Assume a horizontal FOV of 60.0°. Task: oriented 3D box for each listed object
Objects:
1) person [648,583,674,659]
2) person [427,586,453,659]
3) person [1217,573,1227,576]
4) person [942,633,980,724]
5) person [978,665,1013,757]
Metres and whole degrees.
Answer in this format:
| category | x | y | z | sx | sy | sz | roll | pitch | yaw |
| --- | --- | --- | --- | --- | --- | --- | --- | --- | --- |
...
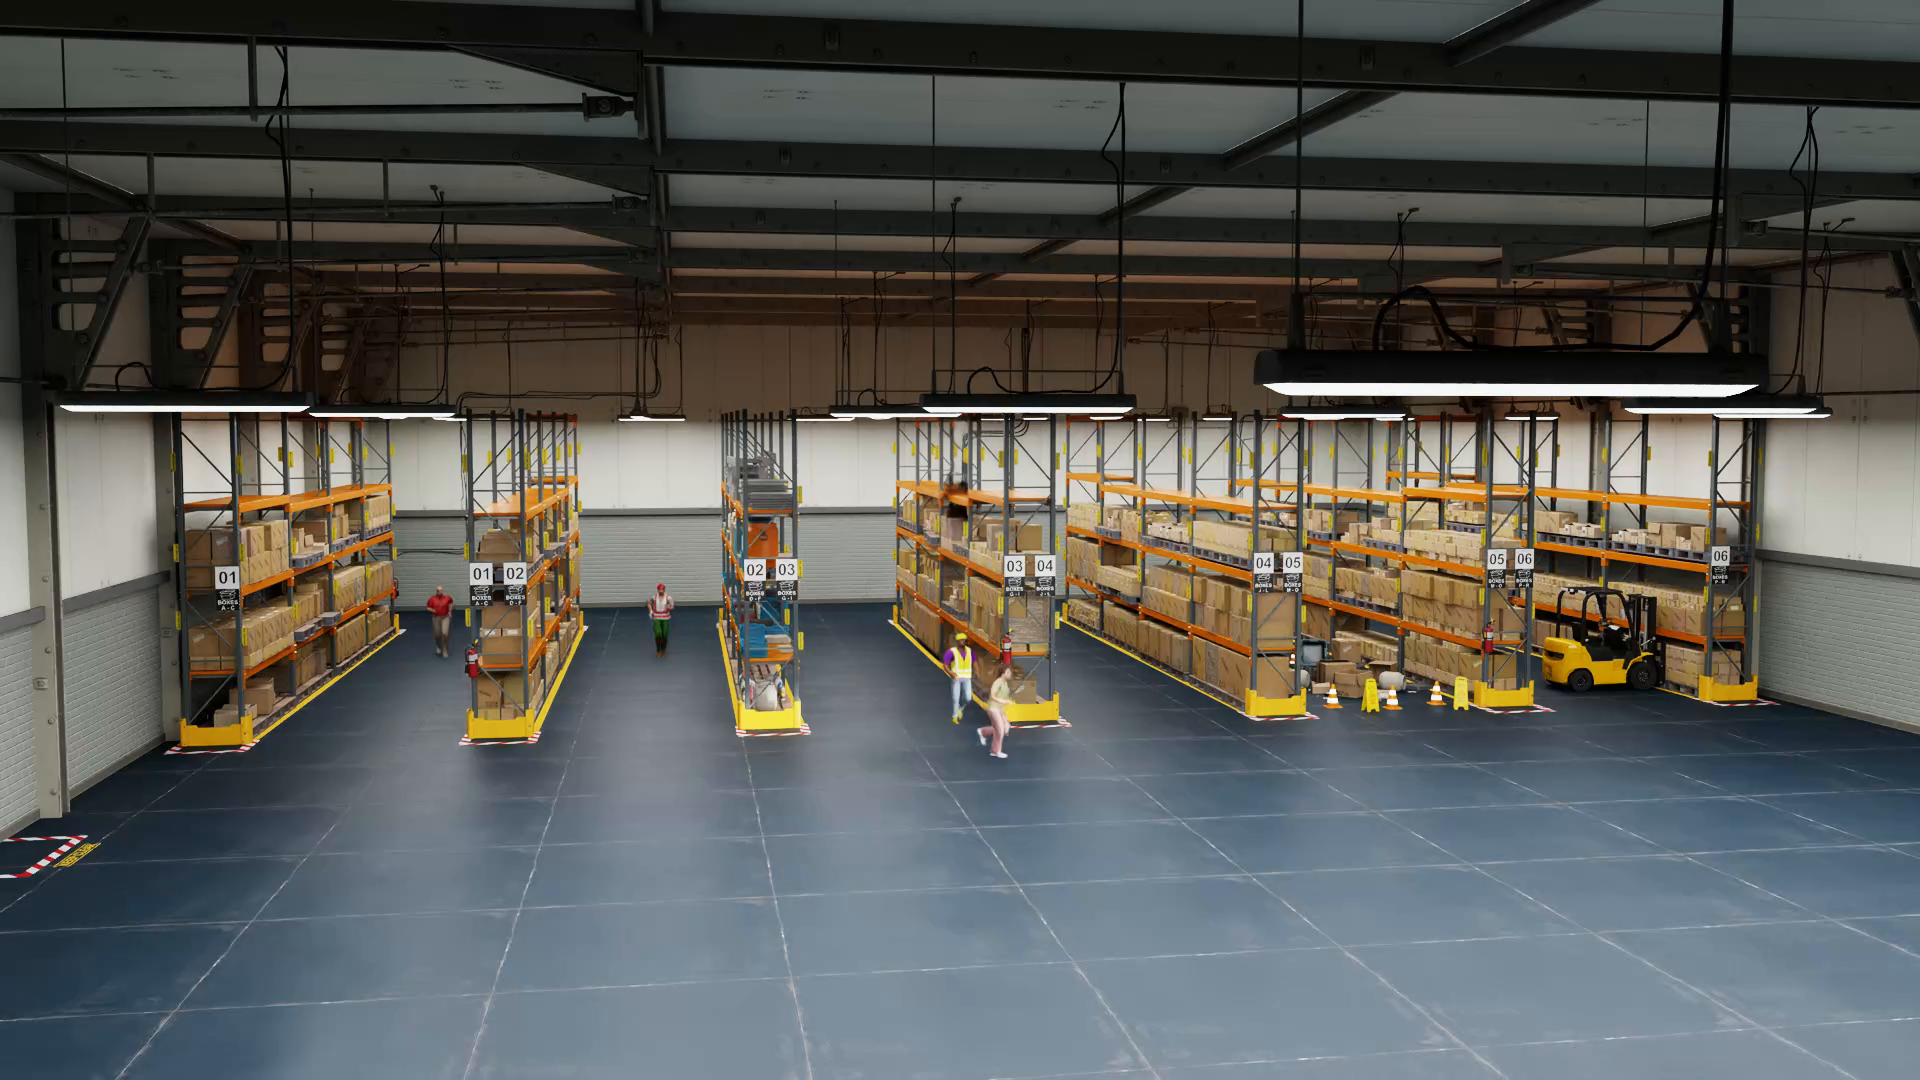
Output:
| category | x | y | z | sx | sy | sz | roll | pitch | yaw |
| --- | --- | --- | --- | --- | --- | --- | --- | --- | --- |
| person | -7.322 | 1.984 | 40.786 | 0.630 | 1.843 | 0.736 | -1 | 4 | -13 |
| person | -12.812 | 2.002 | 40.981 | 0.608 | 1.767 | 0.909 | -1 | 4 | -12 |
| person | 8.130 | 1.292 | 50.724 | 0.923 | 1.763 | 0.705 | 1 | 4 | 11 |
| person | 0.028 | 2.650 | 31.869 | 0.741 | 1.729 | 0.520 | -1 | 4 | -18 |
| person | 0.635 | 2.939 | 28.570 | 0.636 | 1.602 | 0.562 | 2 | 5 | 28 |
